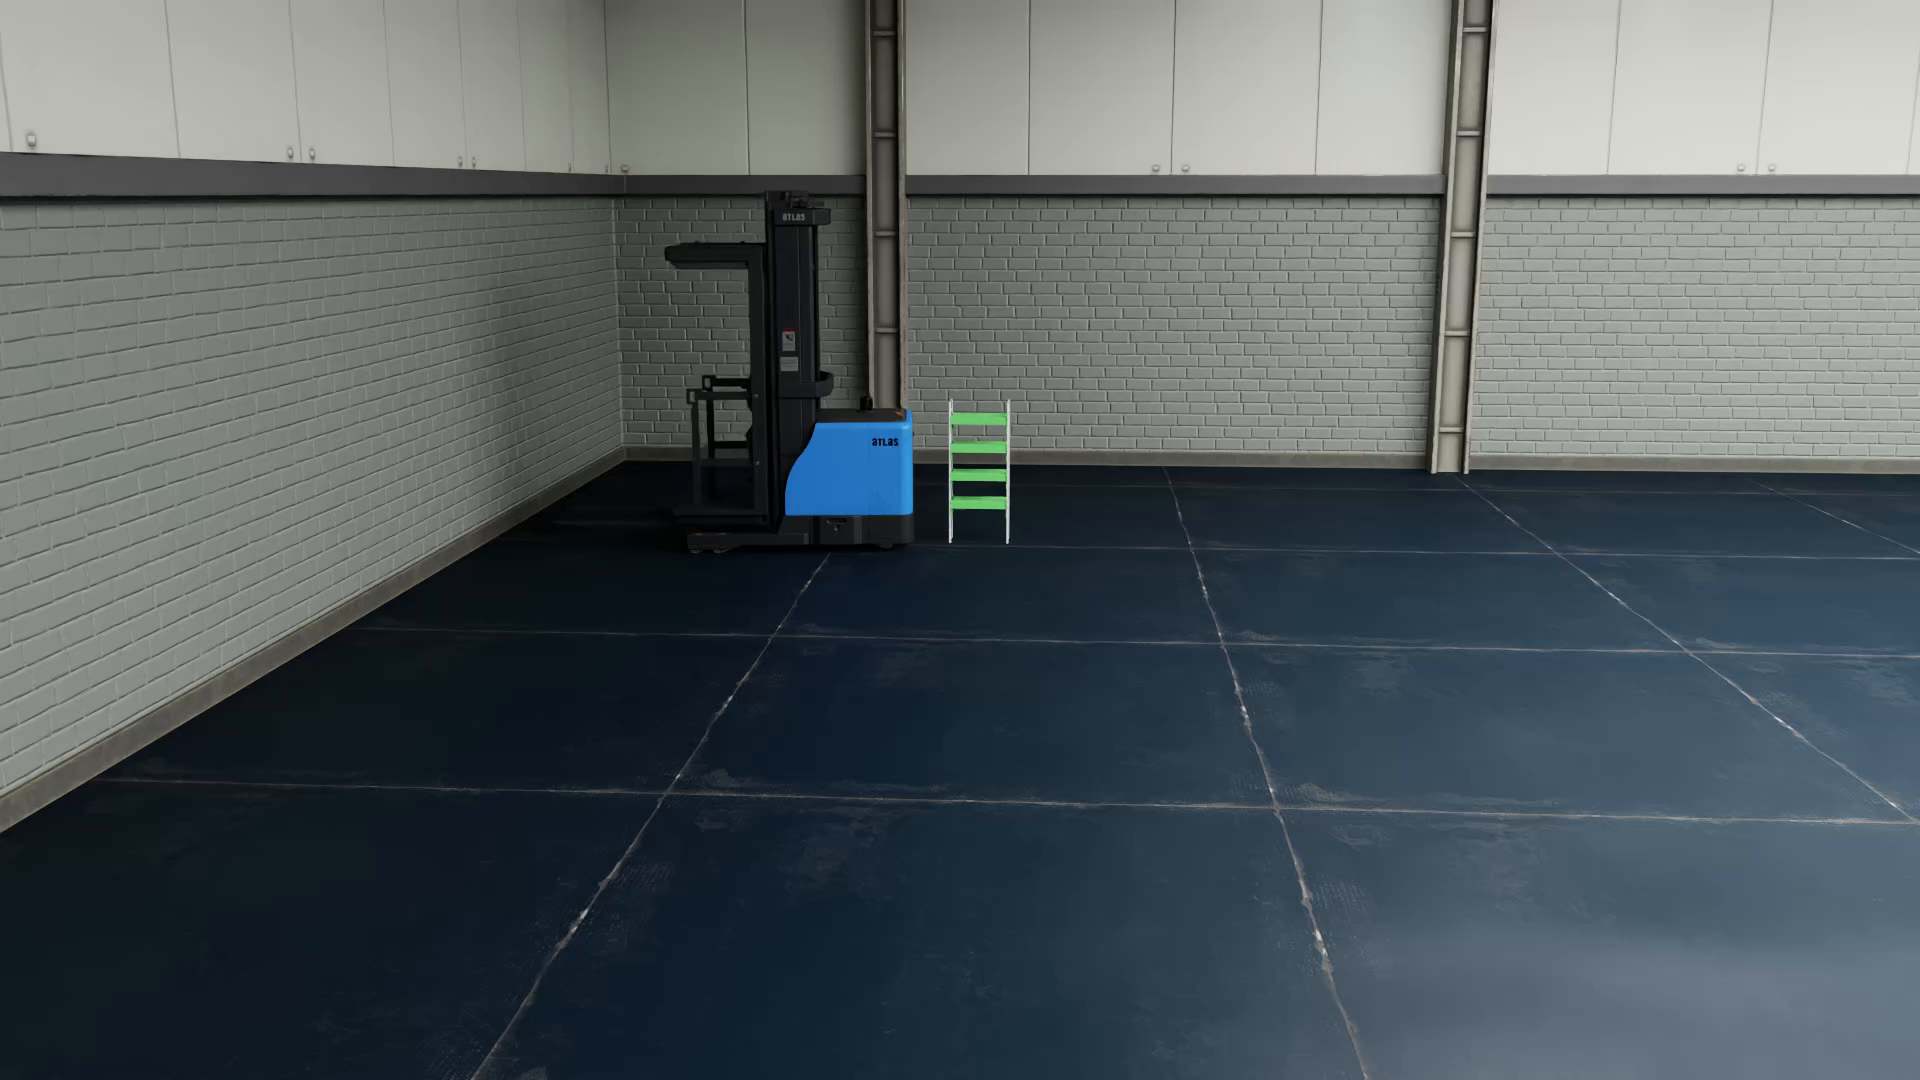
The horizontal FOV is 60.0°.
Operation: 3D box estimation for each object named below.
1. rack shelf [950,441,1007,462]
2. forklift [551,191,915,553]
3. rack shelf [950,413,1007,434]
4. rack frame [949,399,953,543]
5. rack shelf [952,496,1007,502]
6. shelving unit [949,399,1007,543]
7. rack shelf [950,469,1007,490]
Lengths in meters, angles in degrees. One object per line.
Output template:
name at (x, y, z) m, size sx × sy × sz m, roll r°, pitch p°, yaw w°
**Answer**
rack shelf at (0.165, -0.757, 14.098) m, size 0.480 × 0.148 × 0.258 m, roll 1°, pitch 12°, yaw 4°
forklift at (-1.906, -1.434, 13.966) m, size 3.031 × 2.935 × 1.130 m, roll 0°, pitch 12°, yaw -1°
rack shelf at (0.165, -0.992, 14.049) m, size 0.480 × 0.148 × 0.258 m, roll 1°, pitch 12°, yaw 4°
rack frame at (-0.078, -0.588, 14.150) m, size 0.015 × 1.200 × 0.240 m, roll 1°, pitch 12°, yaw 4°
rack shelf at (0.165, -0.340, 14.186) m, size 0.457 × 0.021 × 0.221 m, roll 1°, pitch 12°, yaw 4°
shelving unit at (0.159, -0.585, 14.135) m, size 0.492 × 1.200 × 0.258 m, roll 1°, pitch 12°, yaw 4°
rack shelf at (0.165, -0.522, 14.147) m, size 0.480 × 0.148 × 0.258 m, roll 1°, pitch 12°, yaw 4°
